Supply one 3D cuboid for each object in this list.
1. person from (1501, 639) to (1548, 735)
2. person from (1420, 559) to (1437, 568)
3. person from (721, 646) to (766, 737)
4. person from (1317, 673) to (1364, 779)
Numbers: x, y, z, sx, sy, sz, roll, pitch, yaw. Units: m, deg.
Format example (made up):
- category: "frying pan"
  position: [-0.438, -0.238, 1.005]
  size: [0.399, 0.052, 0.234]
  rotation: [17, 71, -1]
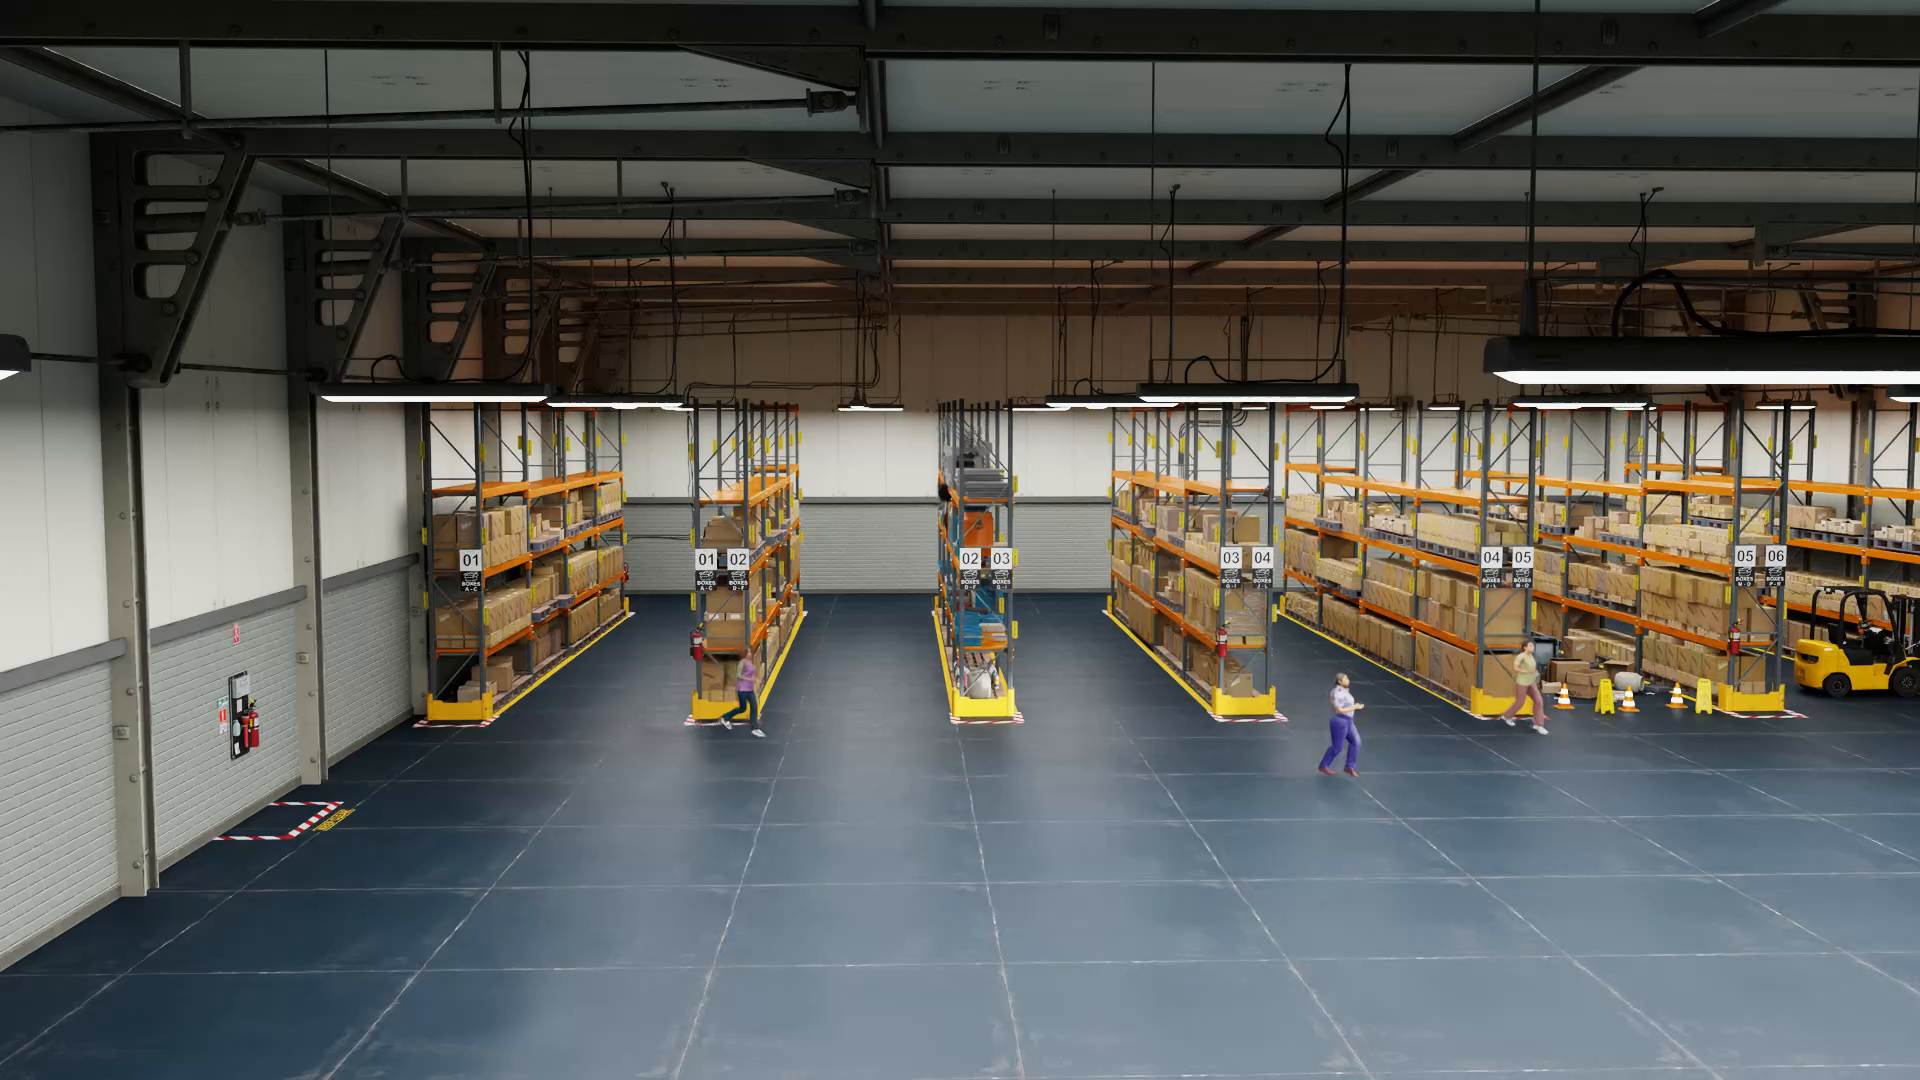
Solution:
- category: "person"
  position: [10.162, 2.614, 29.961]
  size: [0.602, 1.680, 0.932]
  rotation: [-3, 5, -33]
- category: "person"
  position: [13.743, 1.052, 49.265]
  size: [1.031, 1.771, 0.685]
  rotation: [0, 4, 2]
- category: "person"
  position: [-3.840, 2.683, 29.560]
  size: [0.863, 1.604, 0.546]
  rotation: [2, 5, 20]
- category: "person"
  position: [5.988, 2.936, 26.088]
  size: [0.708, 1.685, 0.585]
  rotation: [2, 5, 27]
